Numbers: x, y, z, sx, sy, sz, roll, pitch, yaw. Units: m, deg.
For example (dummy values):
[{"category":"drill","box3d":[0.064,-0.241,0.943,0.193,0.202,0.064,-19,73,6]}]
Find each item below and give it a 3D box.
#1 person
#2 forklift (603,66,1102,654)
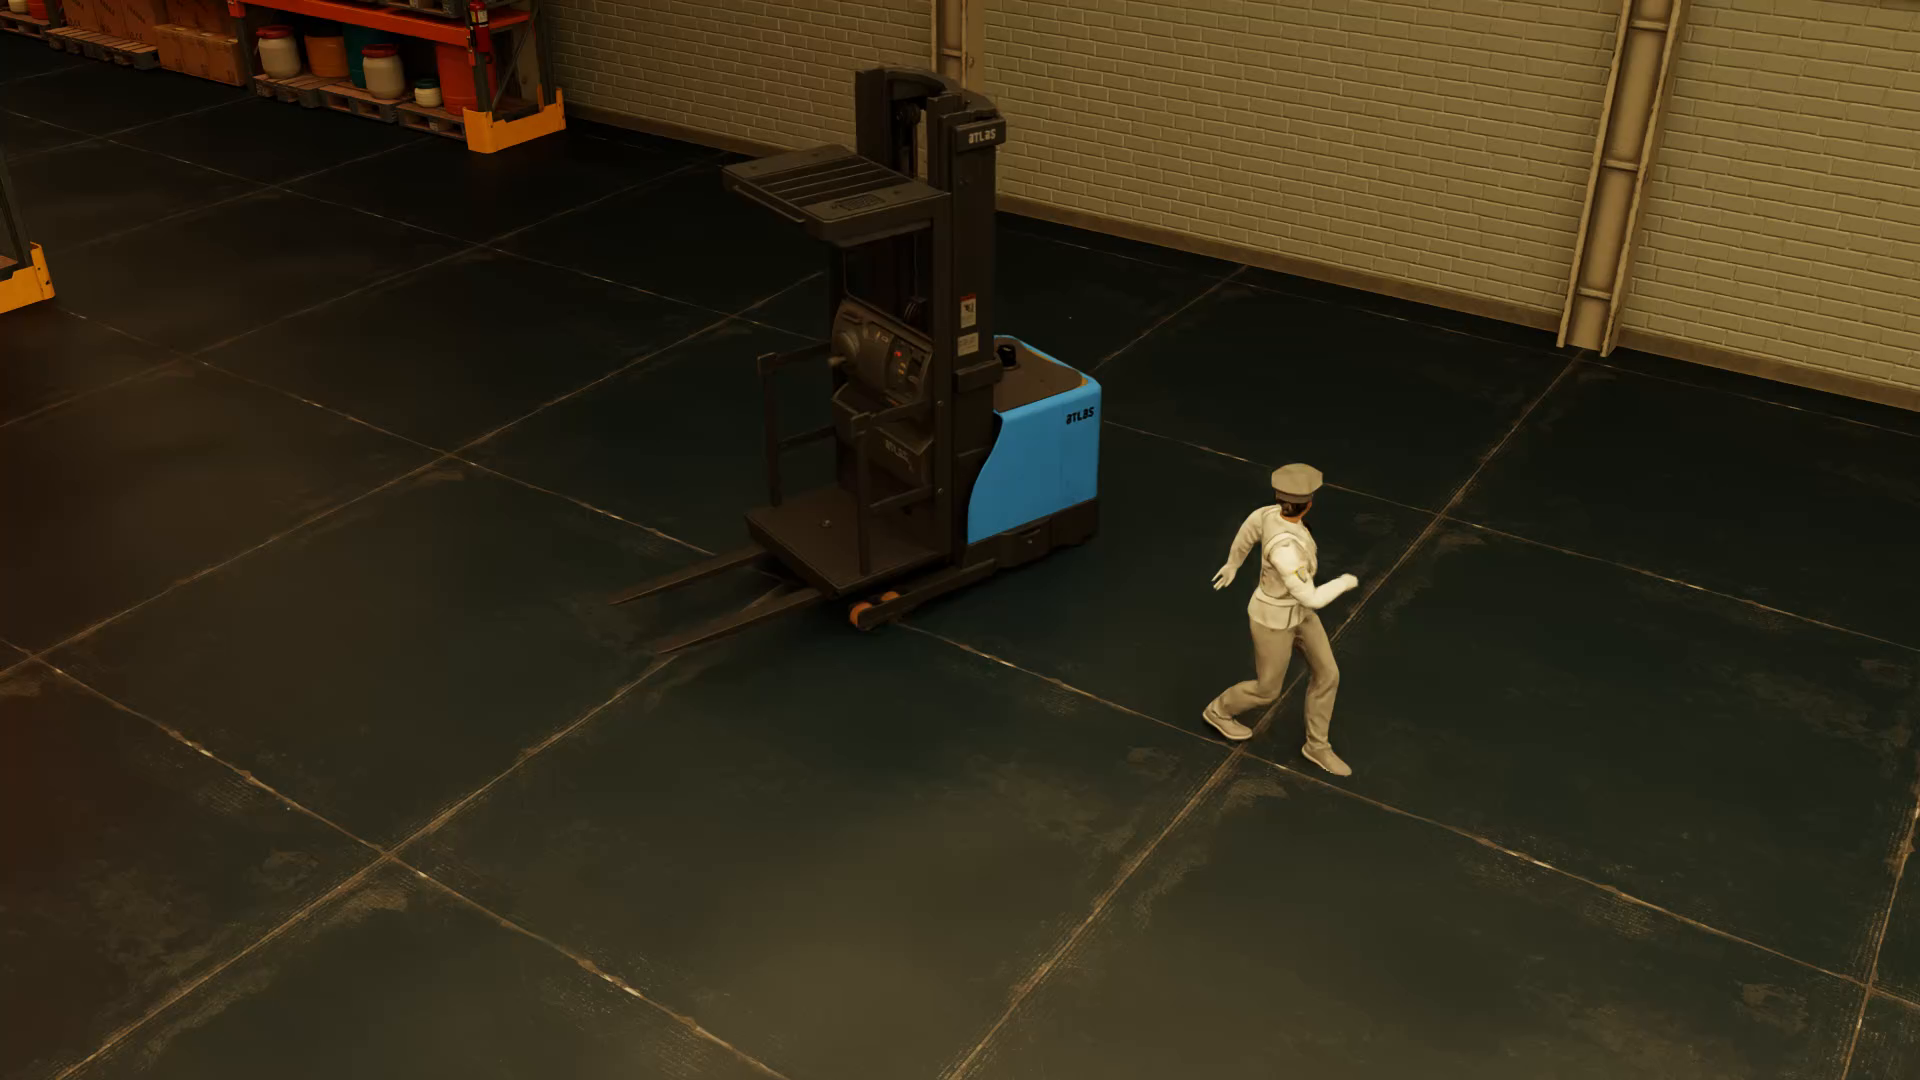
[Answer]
[{"category":"person","box3d":[1.631,0.384,8.299,0.897,1.611,0.506,15,33,24]},{"category":"forklift","box3d":[-0.617,-1.044,9.380,3.031,2.935,1.130,-20,36,-31]}]
